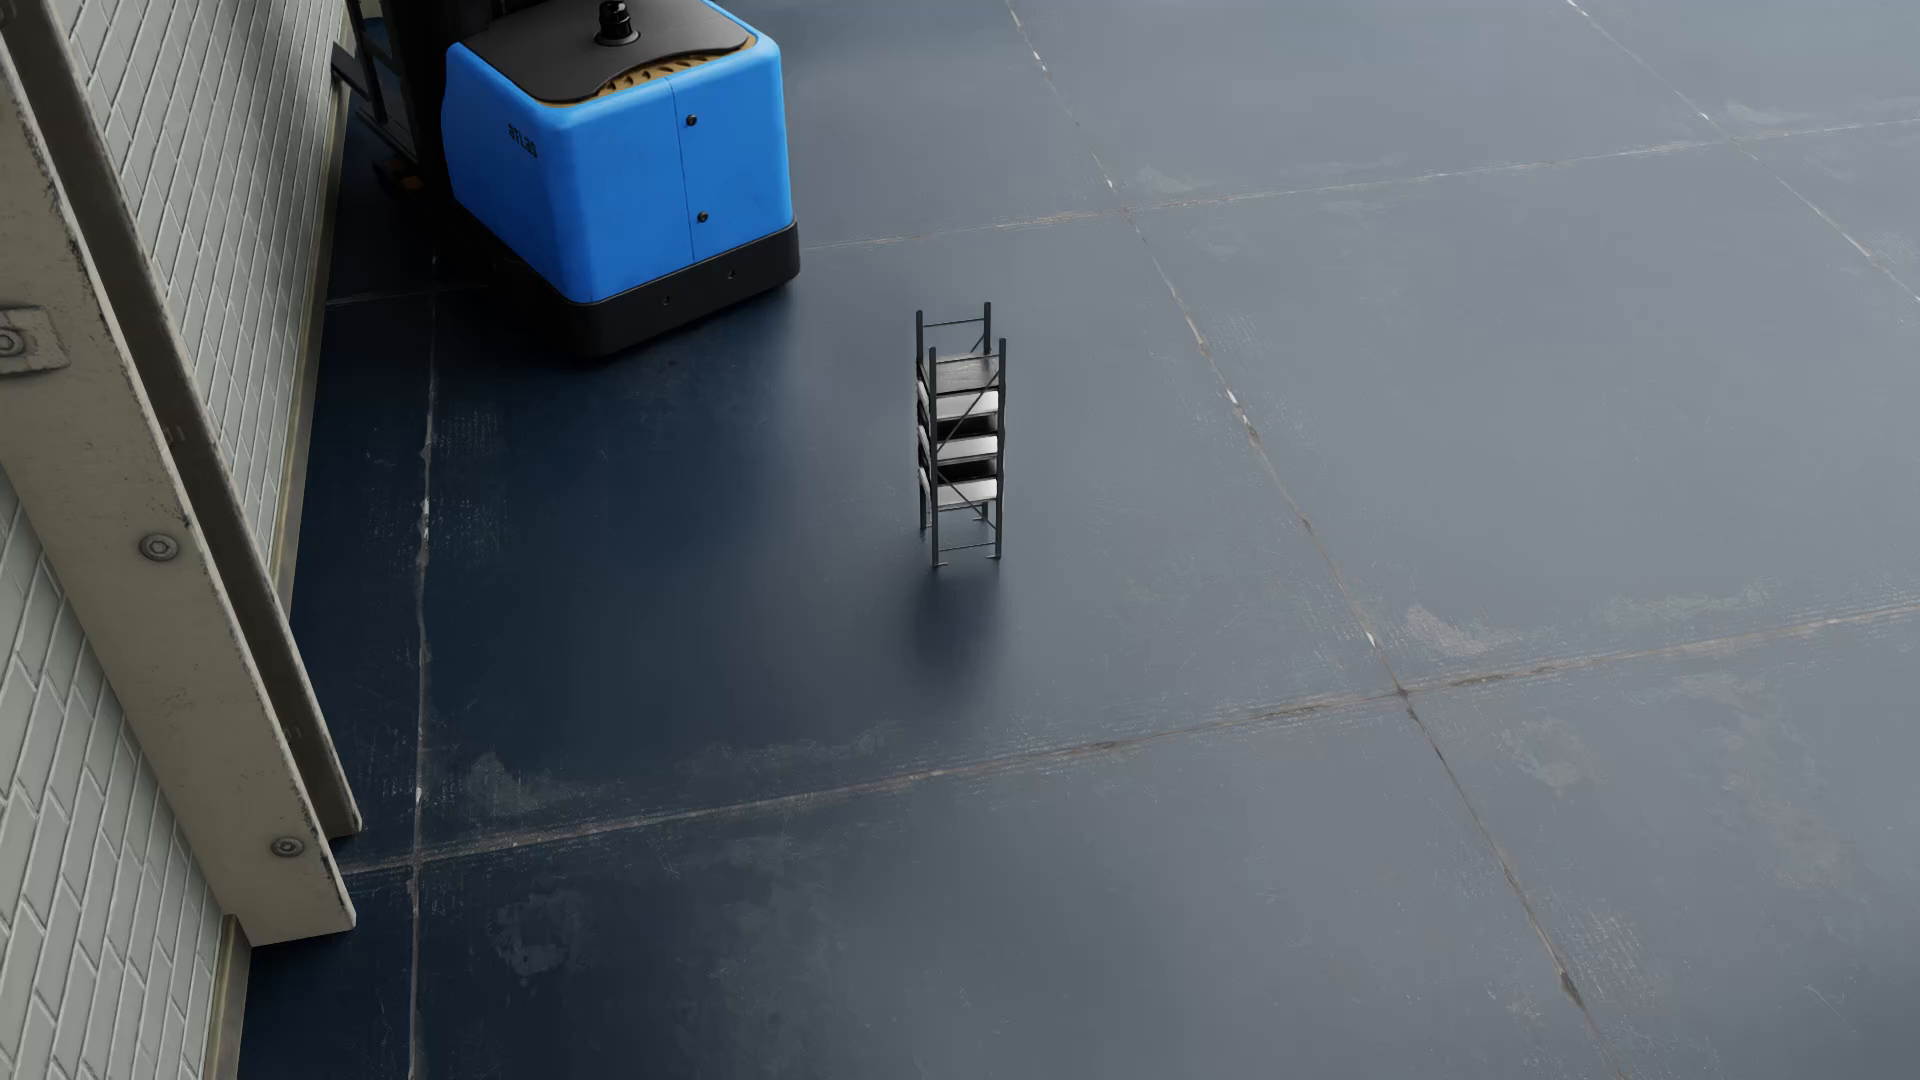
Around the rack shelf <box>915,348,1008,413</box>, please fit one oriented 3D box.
[{"bbox_3d":[0.002,-0.508,5.288,0.258,0.077,0.200,-8,42,-9],"label":"rack shelf"}]

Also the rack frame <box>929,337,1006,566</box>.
[{"bbox_3d":[0.024,-0.265,5.371,0.240,0.900,0.006,-8,42,-9],"label":"rack frame"}]

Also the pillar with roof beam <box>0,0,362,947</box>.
[{"bbox_3d":[2.354,-3.025,2.379,9.100,9.000,0.400,-8,42,-9],"label":"pillar with roof beam"}]

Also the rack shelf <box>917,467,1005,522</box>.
[{"bbox_3d":[0.002,-0.172,5.587,0.258,0.077,0.200,-8,42,-9],"label":"rack shelf"}]

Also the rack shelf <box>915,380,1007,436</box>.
[{"bbox_3d":[0.002,-0.441,5.348,0.258,0.077,0.200,-8,42,-9],"label":"rack shelf"}]

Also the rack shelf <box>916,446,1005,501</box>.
[{"bbox_3d":[0.002,-0.239,5.527,0.258,0.077,0.200,-8,42,-9],"label":"rack shelf"}]

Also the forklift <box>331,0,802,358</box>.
[{"bbox_3d":[-1.968,-2.720,6.606,1.130,2.935,3.031,-28,49,-28],"label":"forklift"}]

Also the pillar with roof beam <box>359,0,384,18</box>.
[{"bbox_3d":[1.059,-6.914,6.760,9.100,9.000,0.400,-8,42,-9],"label":"pillar with roof beam"}]

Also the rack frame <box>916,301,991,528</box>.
[{"bbox_3d":[-0.020,-0.397,5.520,0.240,0.900,0.006,-8,42,-9],"label":"rack frame"}]

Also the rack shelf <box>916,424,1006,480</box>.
[{"bbox_3d":[0.002,-0.306,5.467,0.258,0.077,0.200,-8,42,-9],"label":"rack shelf"}]

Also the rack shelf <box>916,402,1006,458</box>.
[{"bbox_3d":[0.002,-0.374,5.408,0.258,0.077,0.200,-8,42,-9],"label":"rack shelf"}]

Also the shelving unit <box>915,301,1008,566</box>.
[{"bbox_3d":[0.002,-0.331,5.445,0.258,0.900,0.210,-8,42,-9],"label":"shelving unit"}]
